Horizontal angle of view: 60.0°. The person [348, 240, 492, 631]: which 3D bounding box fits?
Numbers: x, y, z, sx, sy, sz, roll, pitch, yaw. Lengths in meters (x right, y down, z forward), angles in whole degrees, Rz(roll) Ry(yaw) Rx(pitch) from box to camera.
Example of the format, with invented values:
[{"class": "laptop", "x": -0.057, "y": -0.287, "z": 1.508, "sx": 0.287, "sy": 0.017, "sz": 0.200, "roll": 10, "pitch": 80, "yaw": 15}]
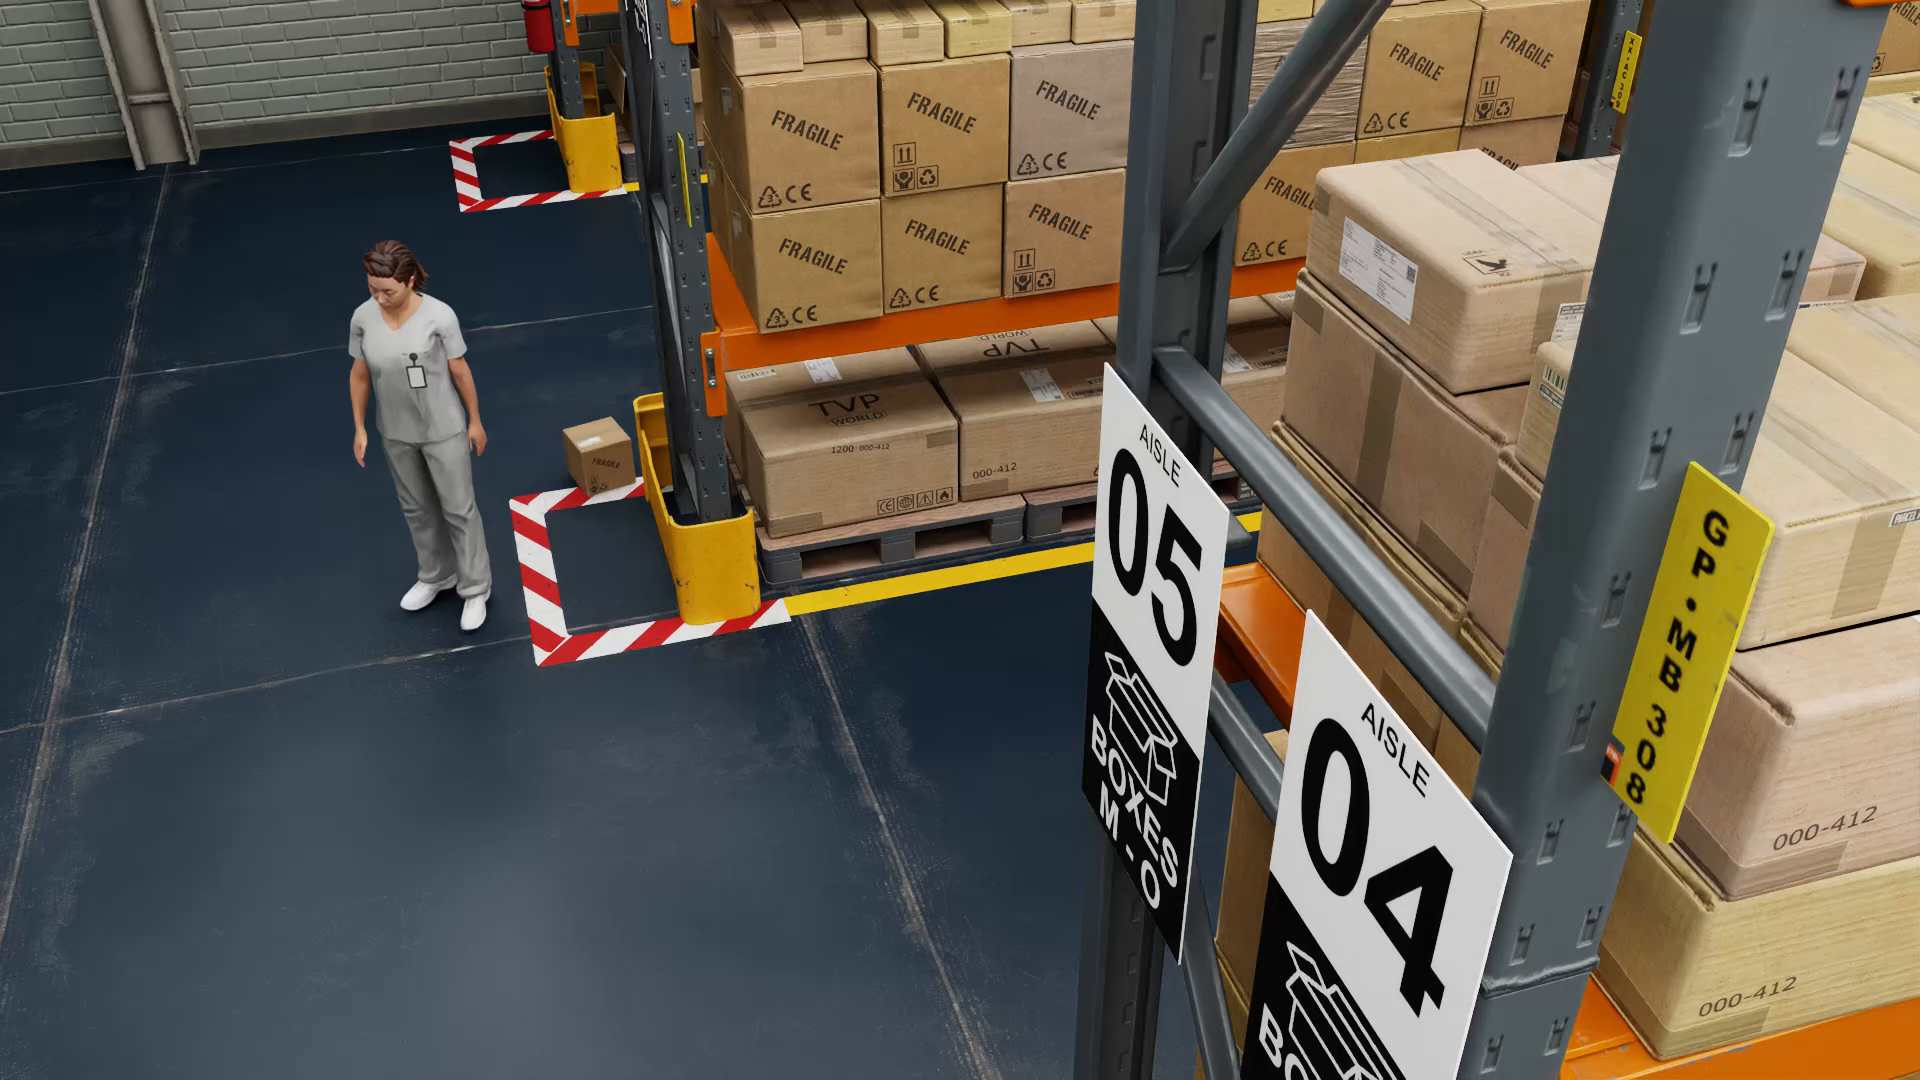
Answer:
[{"class": "person", "x": -2.201, "y": -0.425, "z": 6.745, "sx": 0.490, "sy": 1.691, "sz": 0.413, "roll": 3, "pitch": 34, "yaw": 5}]
